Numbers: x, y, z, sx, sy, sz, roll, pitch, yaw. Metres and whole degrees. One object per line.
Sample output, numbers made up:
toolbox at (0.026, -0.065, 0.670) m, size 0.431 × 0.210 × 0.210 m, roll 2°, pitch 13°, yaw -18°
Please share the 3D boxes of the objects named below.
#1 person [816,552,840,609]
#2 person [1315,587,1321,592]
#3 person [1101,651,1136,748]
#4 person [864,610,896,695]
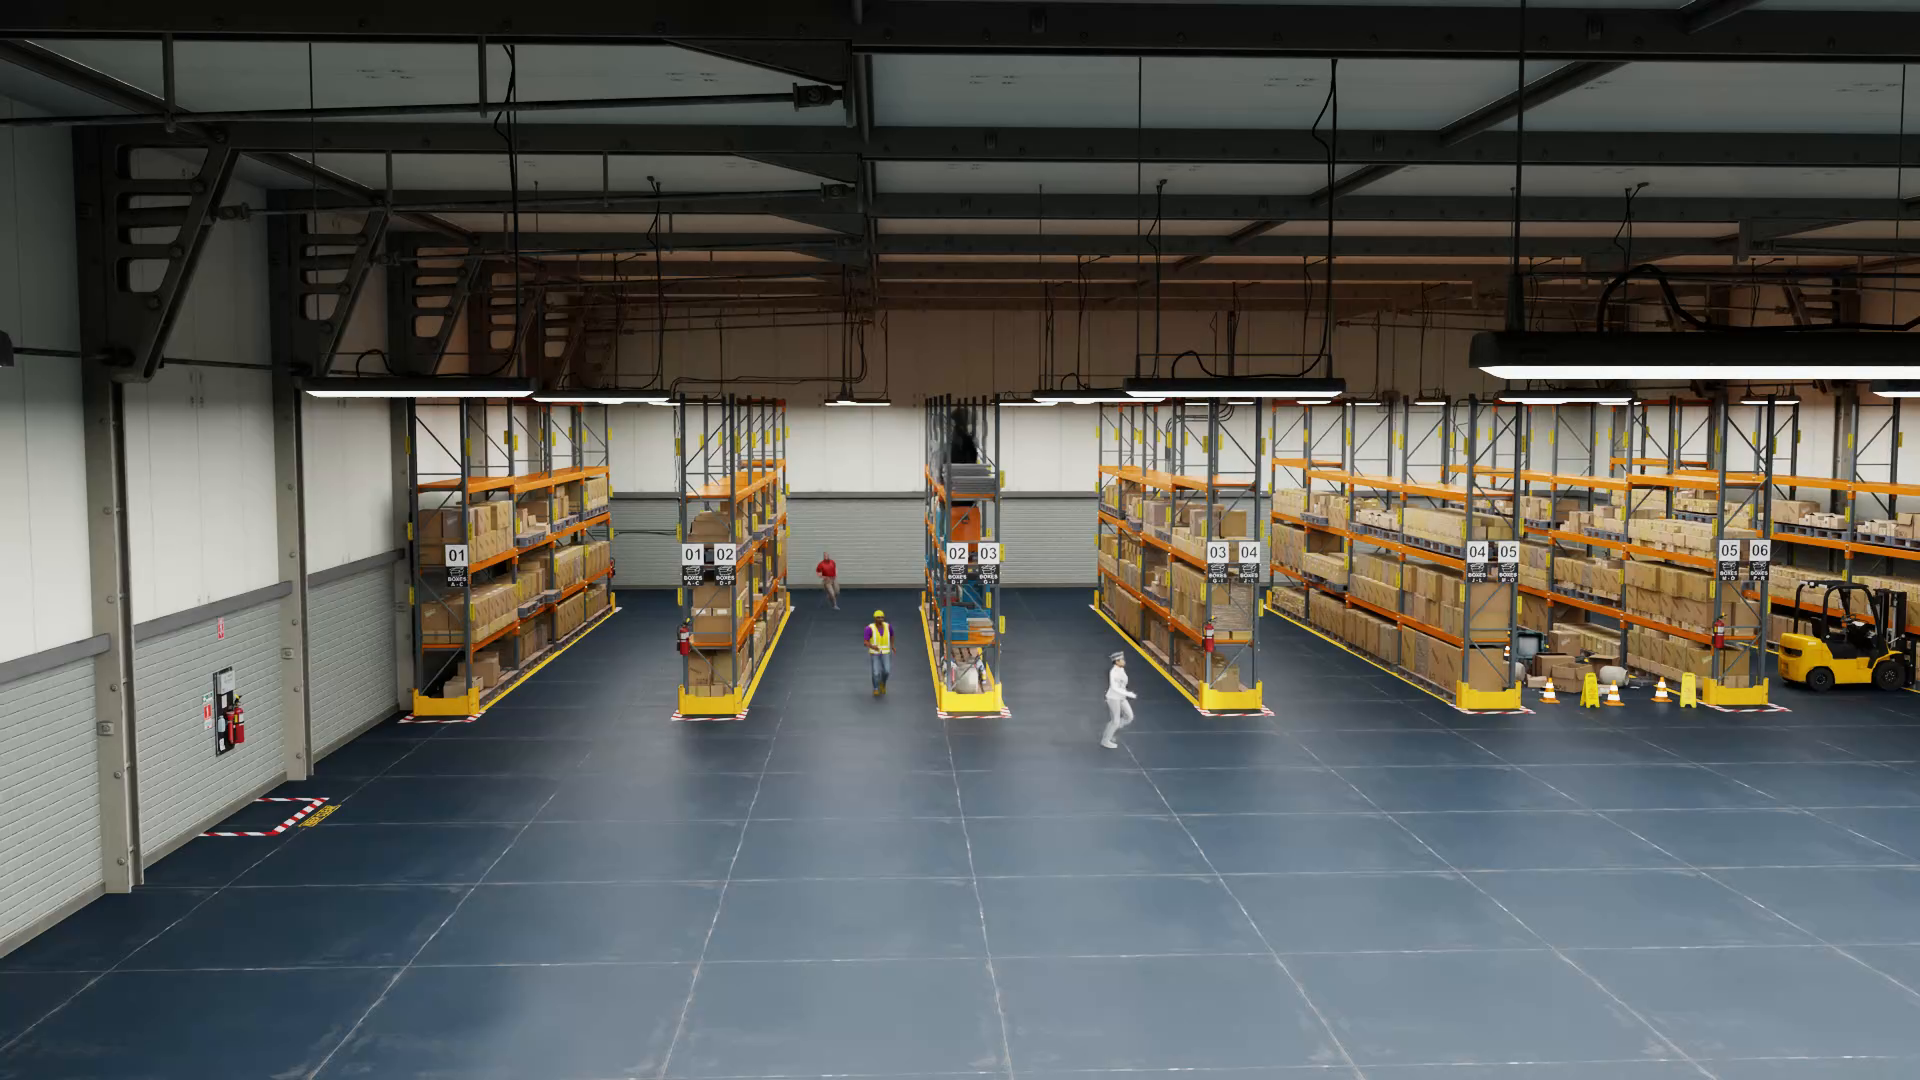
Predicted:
person at (-3.764, 1.167, 47.440) m, size 0.737 × 1.632 × 0.607 m, roll -3°, pitch 5°, yaw -33°
person at (10.723, 1.037, 48.792) m, size 0.953 × 1.672 × 0.577 m, roll -1°, pitch 5°, yaw -7°
person at (2.688, 2.682, 28.045) m, size 0.633 × 1.646 × 0.592 m, roll 2°, pitch 5°, yaw 22°
person at (-1.575, 2.245, 32.979) m, size 0.682 × 1.716 × 0.699 m, roll -1°, pitch 5°, yaw -17°
